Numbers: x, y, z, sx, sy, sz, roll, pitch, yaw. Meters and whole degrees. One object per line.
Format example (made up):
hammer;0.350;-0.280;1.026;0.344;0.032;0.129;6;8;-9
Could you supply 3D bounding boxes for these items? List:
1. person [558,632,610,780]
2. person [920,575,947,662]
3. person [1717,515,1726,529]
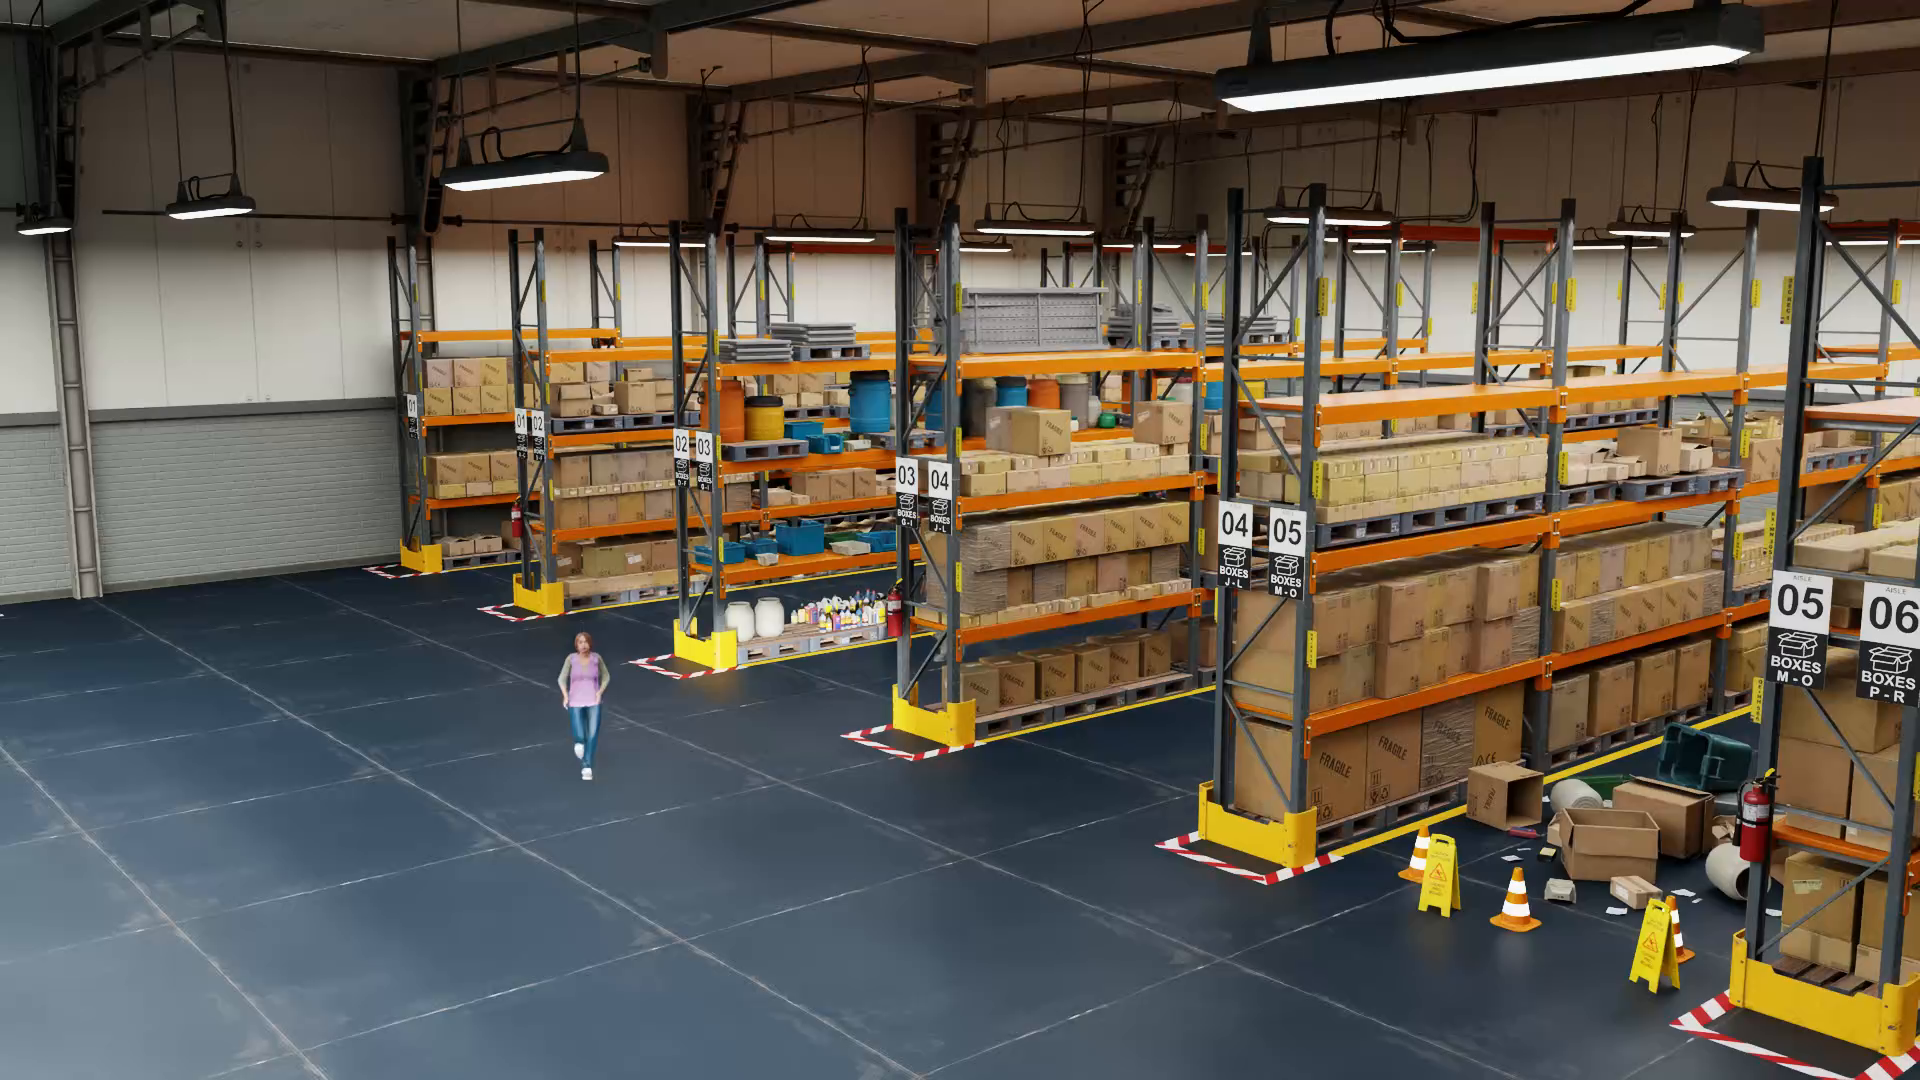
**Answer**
person;-3.952;1.727;17.543;0.538;1.557;0.549;-2;9;-15
person;-0.241;0.780;21.568;0.621;1.672;0.518;7;11;38
person;11.355;0.520;24.587;0.909;1.794;0.676;-6;11;-34
